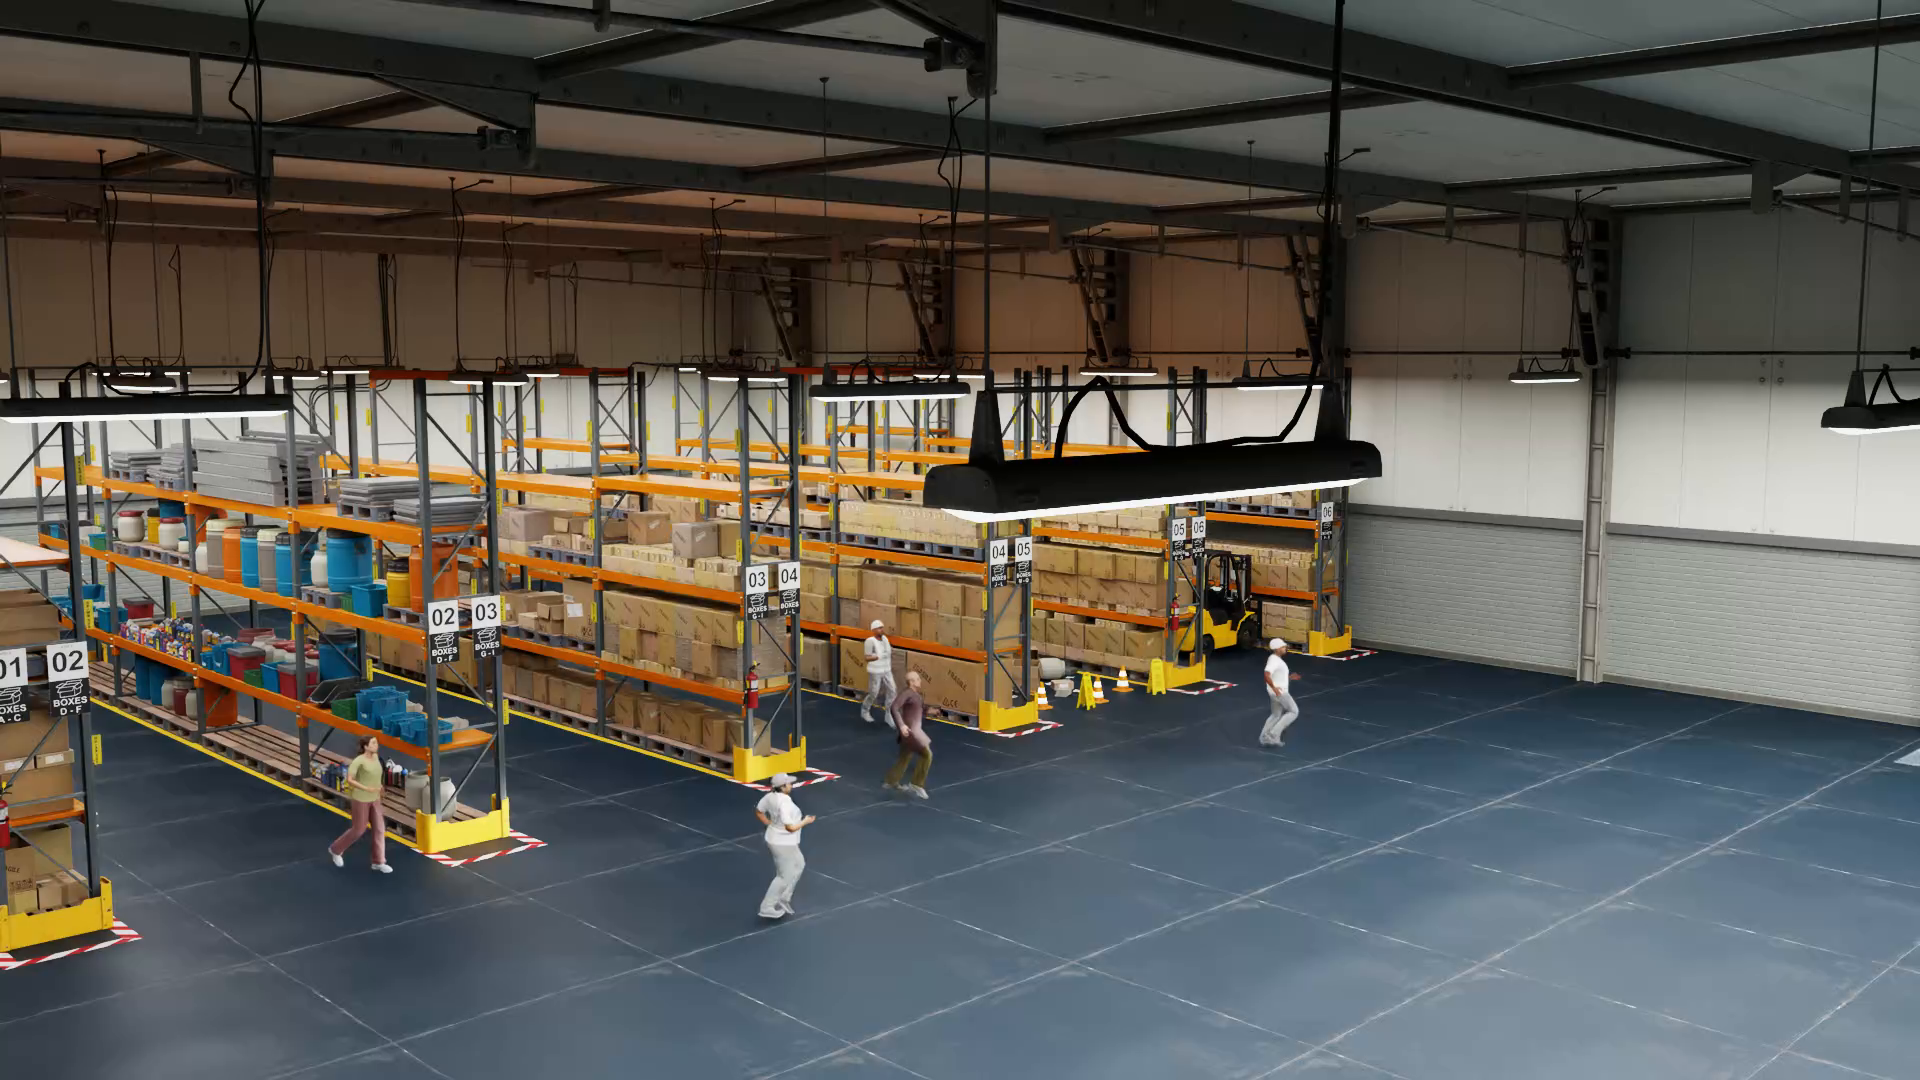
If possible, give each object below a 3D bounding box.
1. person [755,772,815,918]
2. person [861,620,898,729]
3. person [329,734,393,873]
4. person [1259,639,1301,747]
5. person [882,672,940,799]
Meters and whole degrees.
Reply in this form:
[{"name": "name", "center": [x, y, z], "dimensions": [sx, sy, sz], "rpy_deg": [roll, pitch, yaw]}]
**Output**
[{"name": "person", "center": [-1.955, 3.428, 18.610], "dimensions": [0.661, 1.684, 0.586], "rpy_deg": [-3, 7, -23]}, {"name": "person", "center": [-1.383, 2.263, 28.124], "dimensions": [0.764, 1.835, 0.640], "rpy_deg": [6, 9, 44]}, {"name": "person", "center": [-7.285, 3.199, 20.428], "dimensions": [0.863, 1.664, 0.628], "rpy_deg": [2, 7, 20]}, {"name": "person", "center": [5.153, 2.445, 26.702], "dimensions": [0.667, 1.740, 0.684], "rpy_deg": [0, 6, 0]}, {"name": "person", "center": [-0.696, 2.743, 23.749], "dimensions": [0.841, 1.748, 0.689], "rpy_deg": [0, 6, -3]}]
